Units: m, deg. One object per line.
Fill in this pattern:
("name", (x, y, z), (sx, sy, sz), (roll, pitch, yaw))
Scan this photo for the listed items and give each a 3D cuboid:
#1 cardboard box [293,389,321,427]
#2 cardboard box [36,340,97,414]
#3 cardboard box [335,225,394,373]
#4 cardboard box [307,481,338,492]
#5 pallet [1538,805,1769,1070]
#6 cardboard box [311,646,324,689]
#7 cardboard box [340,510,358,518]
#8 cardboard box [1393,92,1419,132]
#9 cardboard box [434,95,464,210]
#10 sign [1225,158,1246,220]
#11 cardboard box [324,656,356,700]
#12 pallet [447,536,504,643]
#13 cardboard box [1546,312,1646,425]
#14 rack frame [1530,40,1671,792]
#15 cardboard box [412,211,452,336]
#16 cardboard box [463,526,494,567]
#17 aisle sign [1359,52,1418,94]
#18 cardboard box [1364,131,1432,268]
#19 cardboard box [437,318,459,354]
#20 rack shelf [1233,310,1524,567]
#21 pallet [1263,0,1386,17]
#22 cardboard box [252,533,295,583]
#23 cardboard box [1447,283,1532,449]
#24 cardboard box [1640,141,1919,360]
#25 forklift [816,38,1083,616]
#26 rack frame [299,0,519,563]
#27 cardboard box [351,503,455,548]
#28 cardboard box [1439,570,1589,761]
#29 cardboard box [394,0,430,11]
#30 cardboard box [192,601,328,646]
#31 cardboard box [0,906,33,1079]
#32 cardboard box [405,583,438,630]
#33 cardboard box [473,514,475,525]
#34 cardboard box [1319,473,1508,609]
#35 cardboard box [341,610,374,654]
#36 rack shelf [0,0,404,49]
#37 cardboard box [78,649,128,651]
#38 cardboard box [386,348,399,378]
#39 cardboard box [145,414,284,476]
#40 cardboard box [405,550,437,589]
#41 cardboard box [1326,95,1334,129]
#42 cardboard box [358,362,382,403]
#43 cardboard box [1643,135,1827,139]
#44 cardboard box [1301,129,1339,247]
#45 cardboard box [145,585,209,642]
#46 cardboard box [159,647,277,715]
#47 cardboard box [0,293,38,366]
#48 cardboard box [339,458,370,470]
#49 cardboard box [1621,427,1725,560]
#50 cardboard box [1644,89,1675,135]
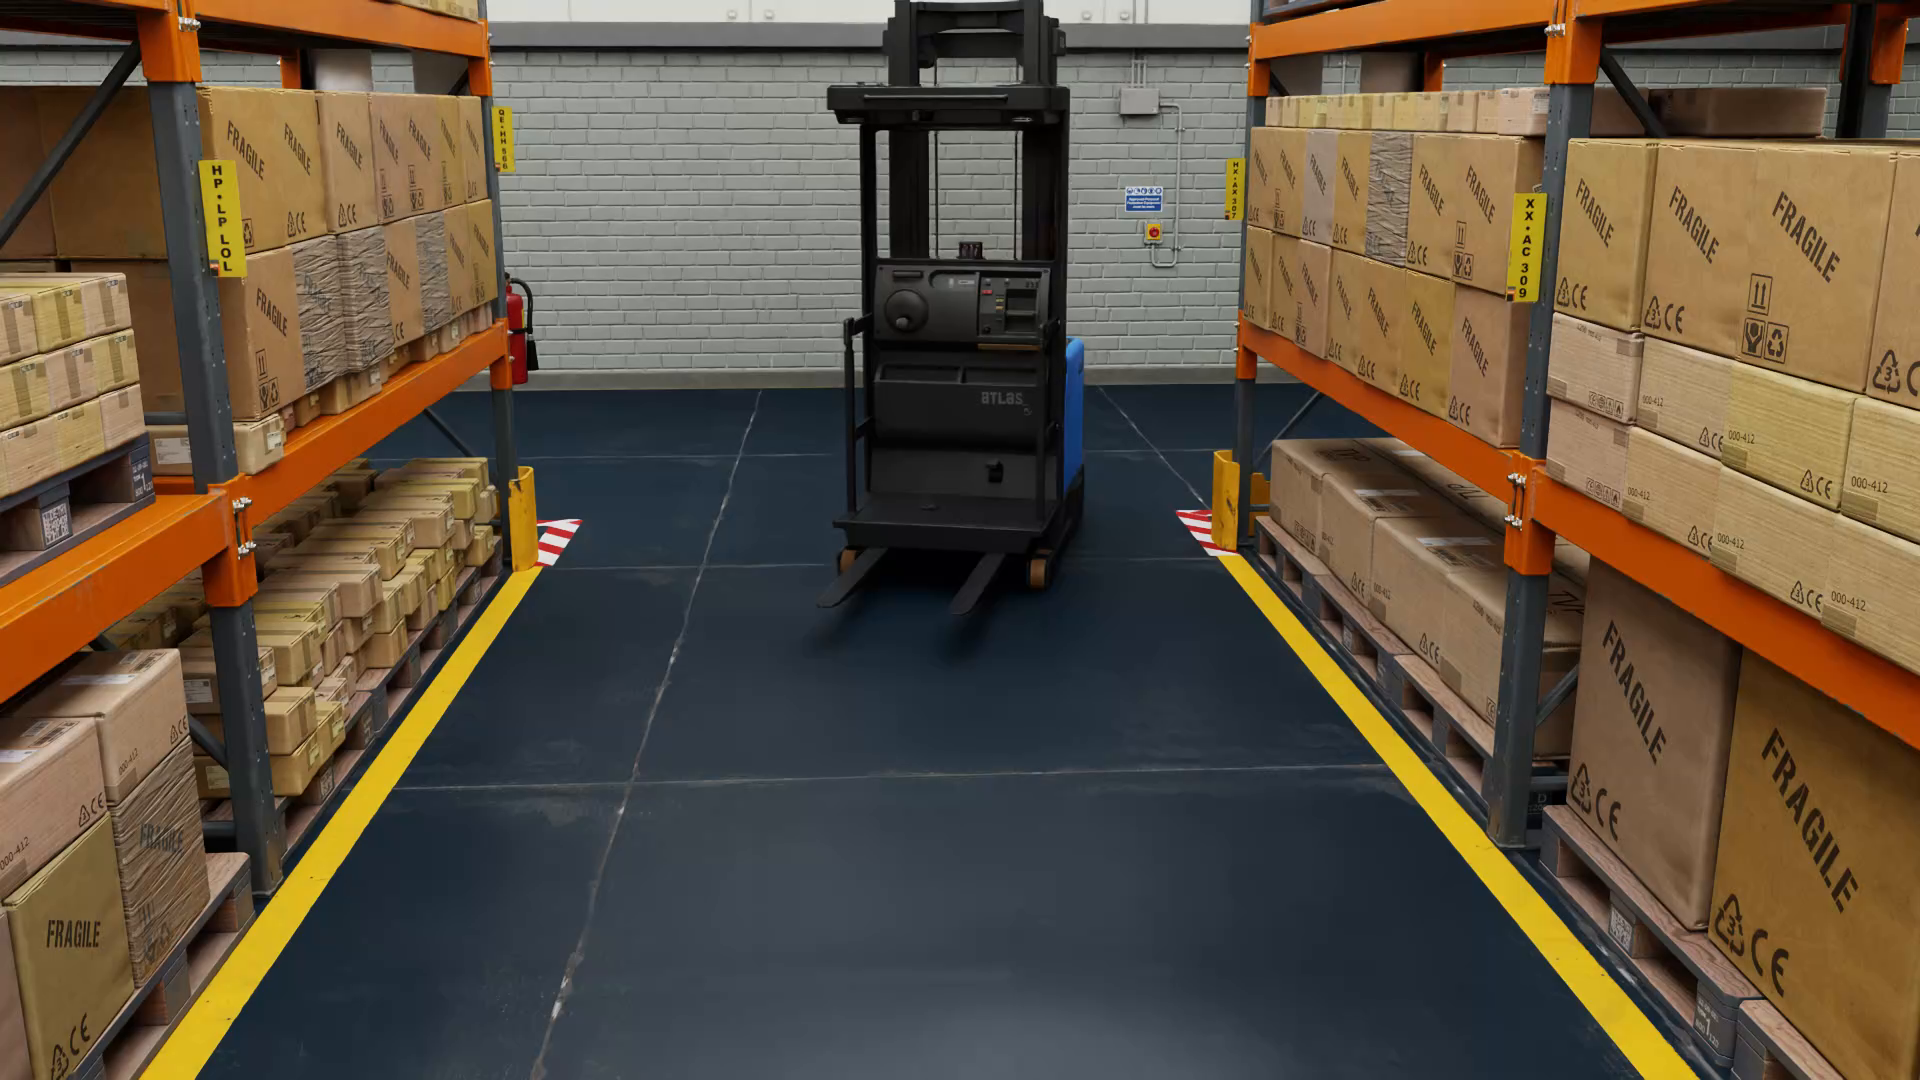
("cardboard box", (-2.511, -0.493, 5.926), (0.380, 0.149, 0.250), (-2, 15, -6))
("cardboard box", (-2.411, -0.407, 4.153), (0.380, 0.149, 0.250), (-1, 14, -3))
("cardboard box", (-2.463, -0.911, 6.250), (0.500, 0.500, 0.500), (-1, 14, -5))
("cardboard box", (-3.180, -0.181, 7.896), (0.380, 0.149, 0.250), (-1, 14, -4))
("pallet", (2.407, 1.097, 4.839), (1.003, 0.211, 1.213), (-1, 14, -3))
("cardboard box", (-2.510, 0.474, 5.947), (0.380, 0.149, 0.250), (-1, 14, -4))
("cardboard box", (-3.058, -0.042, 7.950), (0.380, 0.149, 0.250), (-1, 14, -3))
("cardboard box", (1.931, -1.682, 6.533), (0.380, 0.149, 0.250), (-1, 14, -5))
("cardboard box", (-2.590, -1.778, 7.614), (0.500, 0.500, 0.500), (-1, 14, -5))
("sign", (1.482, -1.890, 8.954), (0.100, 0.325, 0.005), (-1, 14, -3))
("cardboard box", (-2.501, 0.550, 6.249), (0.380, 0.149, 0.250), (-1, 14, -5))
("pallet", (-2.878, 0.234, 8.192), (1.003, 0.211, 1.213), (-1, 14, -3))
("cardboard box", (2.030, -0.500, 4.747), (0.500, 0.250, 0.500), (-1, 14, -5))
("rack frame", (2.287, -0.444, 5.233), (0.949, 2.616, 0.053), (-1, 14, -3))
("cardboard box", (-2.546, -1.168, 7.249), (0.500, 0.500, 0.500), (-1, 14, -3))
("cardboard box", (-2.540, 0.030, 8.269), (0.380, 0.149, 0.250), (0, 14, -2))
("aisle sign", (2.341, -2.721, 8.864), (0.394, 0.787, 0.004), (-1, 14, -3))
("cardboard box", (-0.145, 0.070, 4.217), (4.865, 2.090, 5.455), (-1, 14, -3))
("cardboard box", (-2.548, -0.951, 7.709), (0.380, 0.149, 0.250), (0, 14, -2))
("rack shelf", (2.160, -0.593, 7.256), (1.077, 0.370, 4.000), (-1, 14, -3))
("pallet", (2.093, -2.664, 8.020), (1.003, 0.211, 1.213), (-1, 14, -3))
("cardboard box", (-2.992, 0.075, 6.899), (0.380, 0.149, 0.250), (-1, 14, -3))
("cardboard box", (2.000, -0.604, 5.654), (0.500, 0.500, 0.500), (-1, 14, -3))
("cardboard box", (2.084, -0.737, 4.164), (0.500, 0.500, 0.500), (-1, 14, -4))
("forklift", (2.878, -1.656, 5.511), (7.864, 5.209, 9.138), (3, 15, 10))
("rack frame", (-2.898, -1.338, 8.705), (1.000, 3.000, 0.127), (-1, 14, -3))
("cardboard box", (-2.486, -0.063, 7.438), (0.380, 0.149, 0.250), (0, 14, -1))
("cardboard box", (2.352, 0.435, 6.114), (0.875, 0.438, 0.875), (-1, 14, -4))
("cardboard box", (-2.550, -2.358, 6.953), (0.500, 0.250, 0.500), (0, 14, -1))
("cardboard box", (-2.488, 0.326, 5.924), (0.392, 0.149, 0.269), (0, 14, -1))
("cardboard box", (-2.294, 1.100, 3.405), (0.500, 0.500, 0.500), (-1, 14, -5))
("cardboard box", (-2.506, 0.289, 7.262), (0.380, 0.149, 0.250), (-1, 14, -2))
("cardboard box", (-2.618, -0.112, 8.222), (0.380, 0.149, 0.250), (-1, 14, -5))
("cardboard box", (2.242, -0.012, 7.851), (0.875, 0.438, 0.875), (0, 14, -2))
("cardboard box", (-2.517, 0.338, 6.475), (0.380, 0.149, 0.250), (0, 14, -1))
("rack shelf", (-2.774, -2.014, 6.470), (0.831, 0.071, 3.687), (-1, 14, -3))
("cardboard box", (-2.932, 0.462, 5.396), (0.380, 0.149, 0.250), (0, 14, -2))
("cardboard box", (-2.571, -0.752, 6.932), (0.380, 0.149, 0.250), (-1, 14, -2))
("cardboard box", (-2.341, -0.297, 5.163), (0.380, 0.149, 0.250), (0, 14, -1))
("cardboard box", (-2.504, 0.144, 7.227), (0.380, 0.149, 0.250), (0, 14, -1))
("cardboard box", (1.874, -1.933, 7.511), (0.380, 0.149, 0.250), (-1, 14, -3))
("cardboard box", (-2.471, -0.623, 6.433), (0.380, 0.149, 0.250), (0, 14, -1))
("cardboard box", (2.496, -1.099, 5.571), (0.500, 0.500, 0.500), (-1, 14, -3))
("cardboard box", (1.860, -1.592, 7.485), (0.500, 0.500, 0.500), (-1, 14, -4))
("cardboard box", (-2.948, 0.272, 6.136), (0.380, 0.149, 0.250), (0, 14, -2))
("cardboard box", (-2.465, 0.458, 5.413), (0.380, 0.149, 0.250), (0, 14, -1))
("cardboard box", (-2.399, -0.485, 3.858), (0.380, 0.149, 0.250), (-1, 14, -5))
("cardboard box", (-3.205, -0.313, 8.407), (0.380, 0.149, 0.250), (-2, 15, -6))
("cardboard box", (2.081, -0.129, 4.311), (0.500, 0.250, 0.500), (-1, 14, -5))
("cardboard box", (2.492, -1.437, 5.583), (0.380, 0.149, 0.250), (-1, 14, -3))
